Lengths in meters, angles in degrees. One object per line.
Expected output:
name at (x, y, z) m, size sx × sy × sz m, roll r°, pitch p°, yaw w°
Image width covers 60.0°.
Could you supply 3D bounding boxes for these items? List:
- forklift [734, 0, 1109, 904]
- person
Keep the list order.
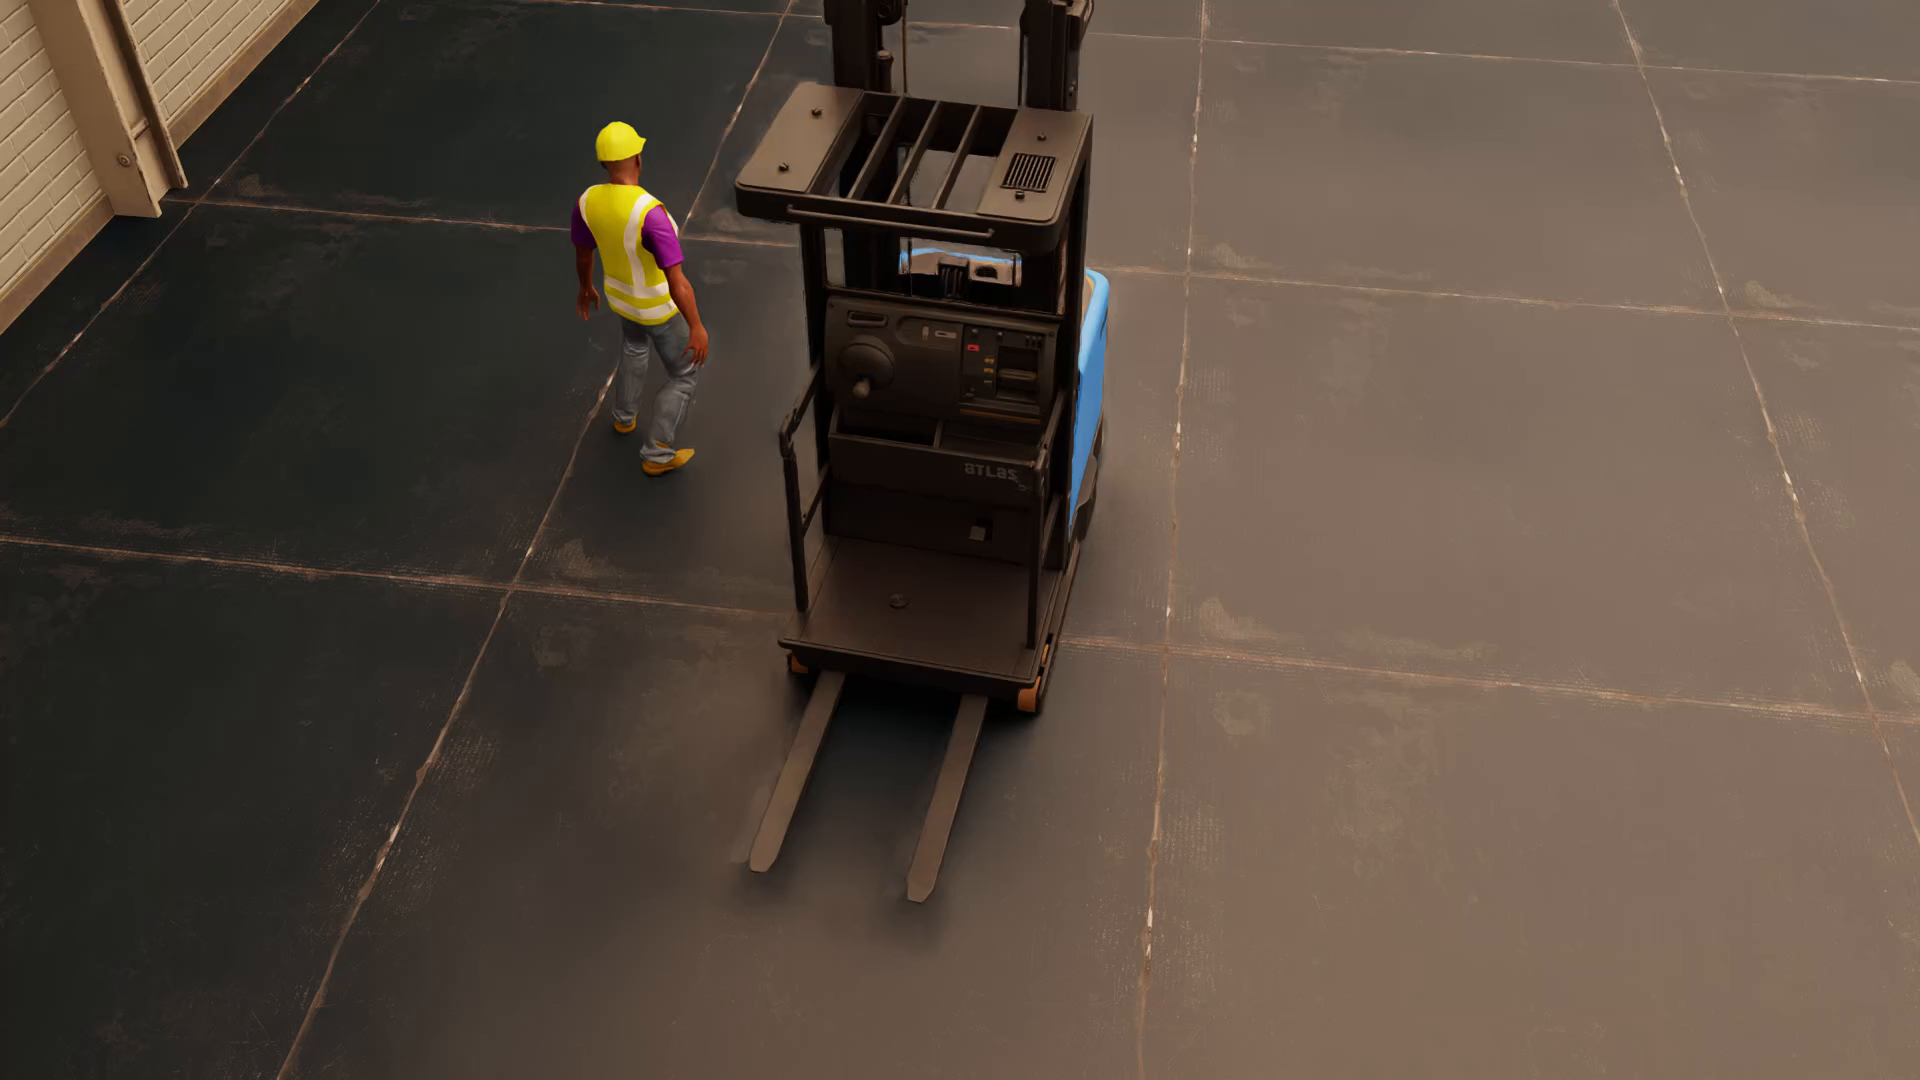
forklift at (-0.127, -0.629, 6.409) m, size 1.130 × 2.935 × 3.031 m, roll 9°, pitch 43°, yaw 9°
person at (-1.484, -1.103, 7.870) m, size 0.888 × 1.734 × 0.497 m, roll 29°, pitch 50°, yaw 28°
